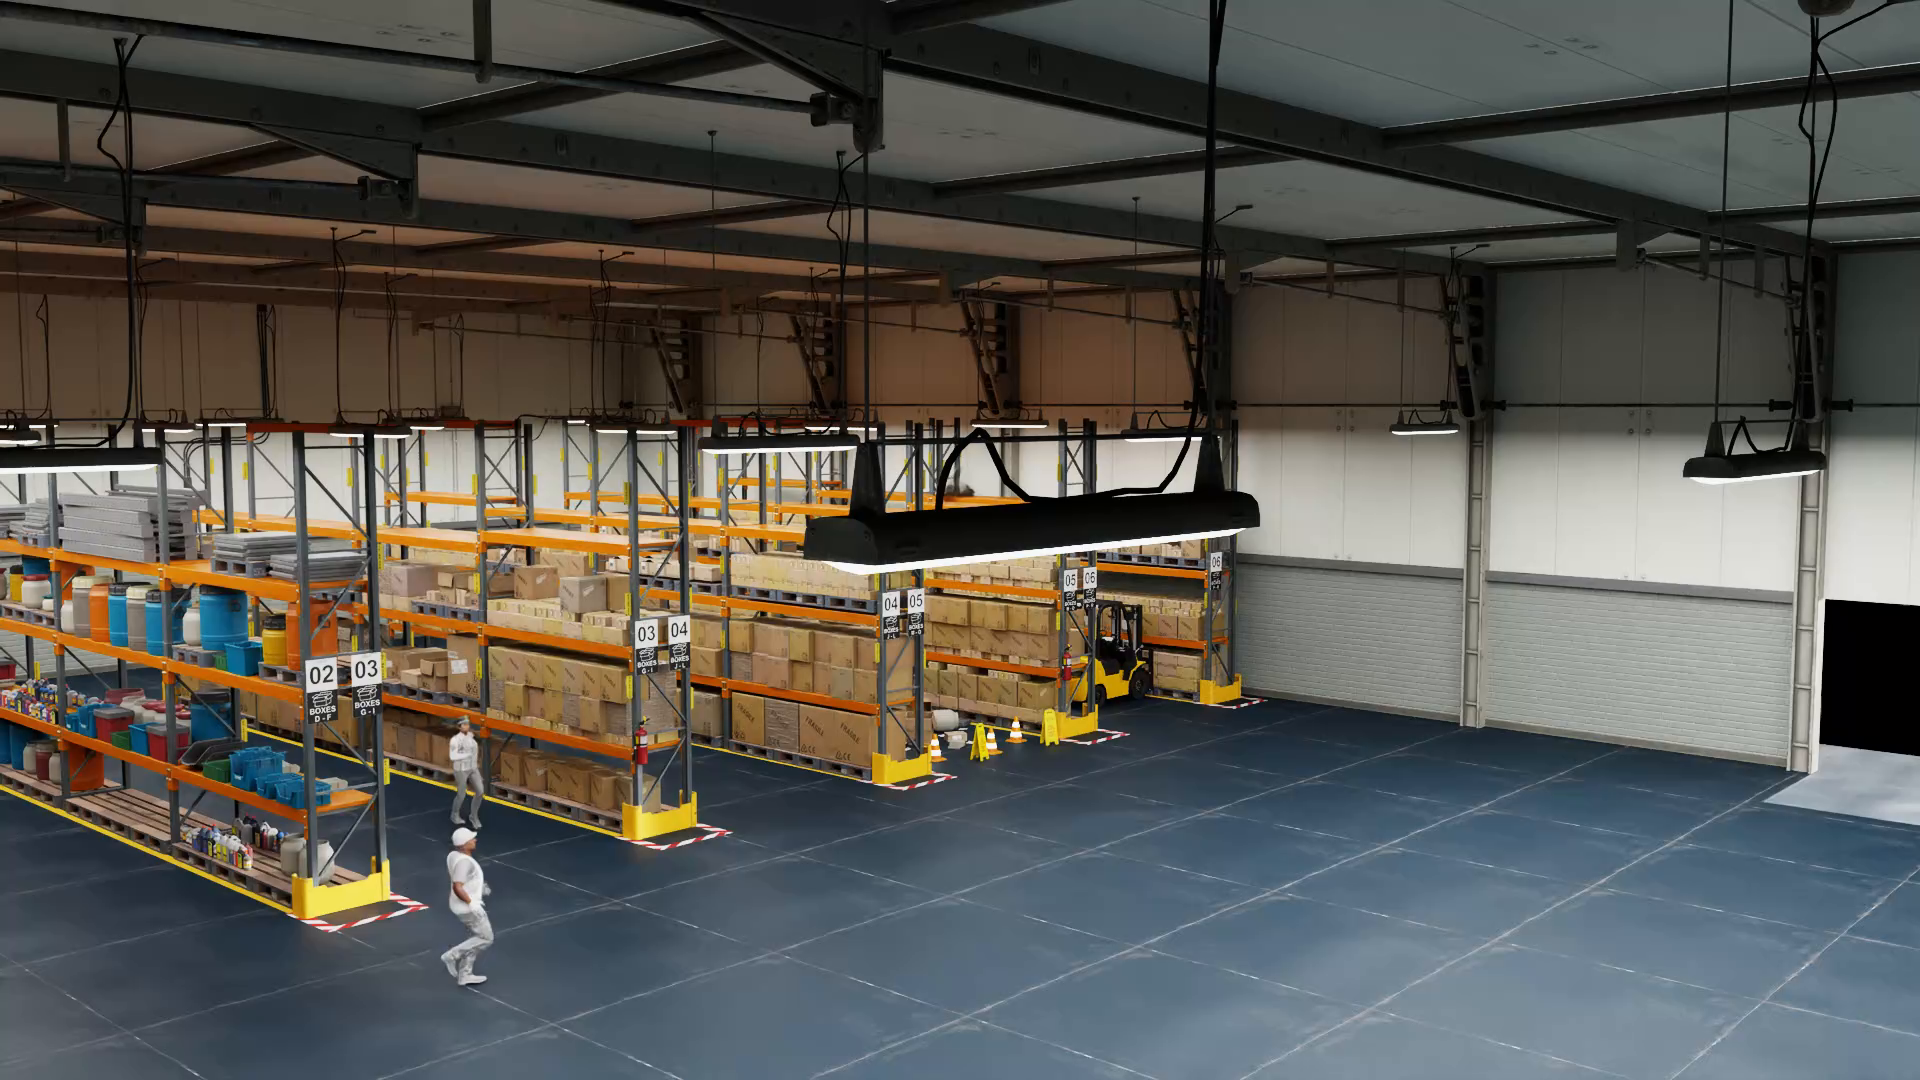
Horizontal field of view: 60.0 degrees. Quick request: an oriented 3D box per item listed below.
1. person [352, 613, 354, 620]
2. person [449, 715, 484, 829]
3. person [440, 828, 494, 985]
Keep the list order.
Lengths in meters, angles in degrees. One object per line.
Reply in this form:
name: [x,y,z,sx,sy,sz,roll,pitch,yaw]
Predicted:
person: [-13.496,2.447,37.067,0.725,1.730,0.580,-4,6,-37]
person: [-7.353,3.462,24.808,0.684,1.734,0.592,4,6,37]
person: [-5.378,3.988,18.105,0.601,1.737,0.695,-2,5,-27]
